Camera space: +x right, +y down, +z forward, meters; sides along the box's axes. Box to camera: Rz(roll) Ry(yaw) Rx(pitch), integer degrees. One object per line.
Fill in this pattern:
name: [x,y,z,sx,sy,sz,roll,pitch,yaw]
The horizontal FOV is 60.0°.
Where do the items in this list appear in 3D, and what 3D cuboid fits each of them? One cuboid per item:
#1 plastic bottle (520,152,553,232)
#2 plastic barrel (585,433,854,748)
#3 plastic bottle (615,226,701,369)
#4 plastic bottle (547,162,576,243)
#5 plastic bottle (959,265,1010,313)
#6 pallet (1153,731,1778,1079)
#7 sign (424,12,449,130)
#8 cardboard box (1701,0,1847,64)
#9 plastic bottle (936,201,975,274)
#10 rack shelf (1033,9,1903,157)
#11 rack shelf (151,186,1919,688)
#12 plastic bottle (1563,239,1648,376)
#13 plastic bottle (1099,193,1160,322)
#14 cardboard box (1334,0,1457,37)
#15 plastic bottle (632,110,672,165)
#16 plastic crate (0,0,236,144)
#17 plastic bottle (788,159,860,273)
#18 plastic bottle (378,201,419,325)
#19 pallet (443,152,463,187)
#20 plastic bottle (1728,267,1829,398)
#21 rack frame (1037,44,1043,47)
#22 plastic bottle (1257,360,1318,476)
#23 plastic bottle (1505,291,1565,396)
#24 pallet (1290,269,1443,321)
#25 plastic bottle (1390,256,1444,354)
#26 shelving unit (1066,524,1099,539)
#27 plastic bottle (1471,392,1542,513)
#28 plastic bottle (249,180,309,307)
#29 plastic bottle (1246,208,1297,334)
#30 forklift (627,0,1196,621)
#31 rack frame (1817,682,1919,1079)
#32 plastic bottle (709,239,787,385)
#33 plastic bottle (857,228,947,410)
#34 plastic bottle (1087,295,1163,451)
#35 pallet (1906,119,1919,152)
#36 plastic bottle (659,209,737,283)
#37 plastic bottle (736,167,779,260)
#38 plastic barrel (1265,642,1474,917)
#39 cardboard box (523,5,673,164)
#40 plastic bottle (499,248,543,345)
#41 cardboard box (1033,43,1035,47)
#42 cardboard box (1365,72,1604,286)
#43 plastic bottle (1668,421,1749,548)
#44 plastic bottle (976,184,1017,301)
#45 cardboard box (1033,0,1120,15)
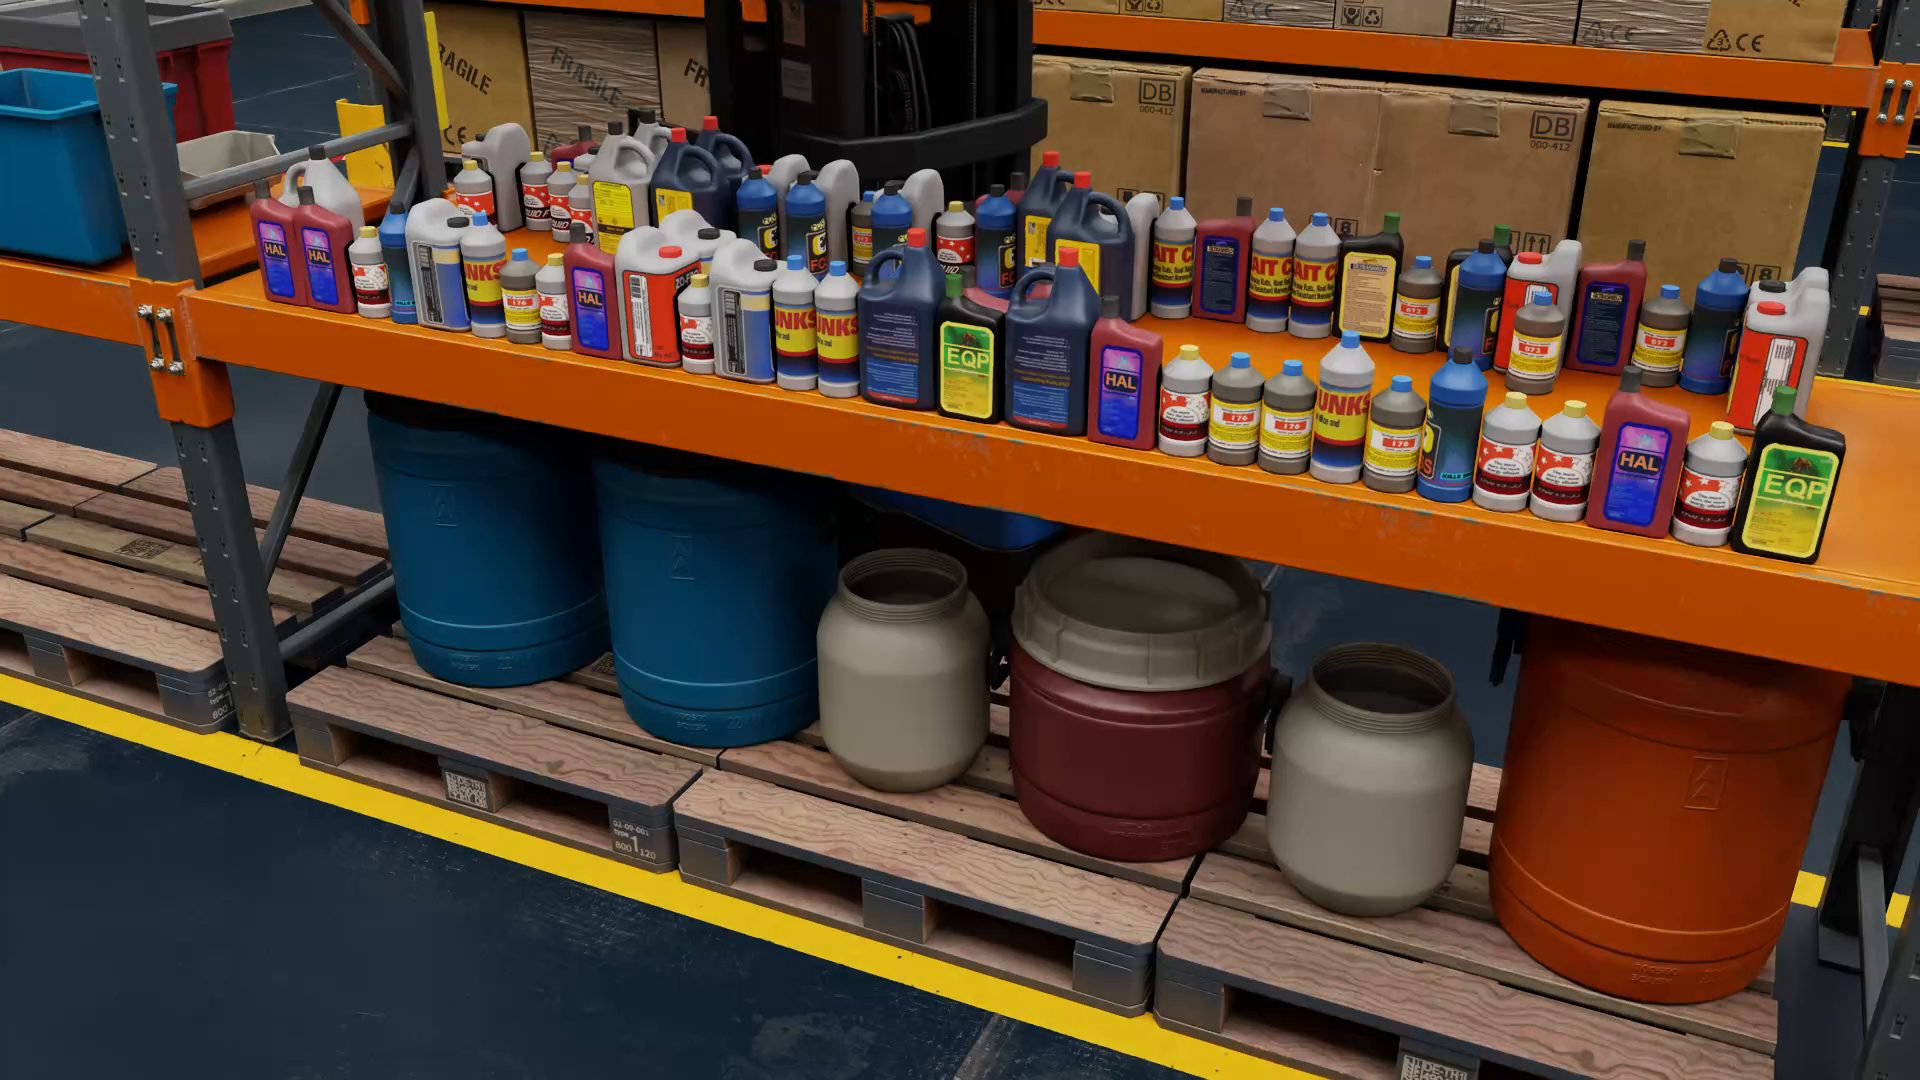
plastic bottle: [-1.135,-0.946,4.501,0.097,0.201,0.097,0,26,0]
plastic barrel: [-0.612,0.001,4.252,0.708,0.901,0.600,11,28,22]
plastic bottle: [-0.638,-0.525,3.561,0.135,0.276,0.152,11,28,22]
plastic bottle: [-1.039,-0.898,4.402,0.097,0.201,0.097,0,26,0]
plastic bottle: [0.047,-0.398,3.295,0.133,0.283,0.061,11,28,22]
pallet: [1.162,0.867,3.750,1.213,0.211,1.003,11,28,22]
sign: [-1.515,-1.333,4.748,0.005,0.325,0.100,11,28,22]
cardboard box: [3.395,-2.283,6.879,0.500,0.500,0.500,12,29,23]
plastic bottle: [-0.010,-0.720,4.042,0.097,0.201,0.097,0,26,0]
rack shelf: [2.126,-2.291,7.822,4.000,0.370,1.077,11,28,22]
rack shelf: [0.076,-0.299,3.777,4.000,0.370,1.077,11,28,22]
plastic bottle: [1.356,-0.492,3.485,0.133,0.283,0.061,11,28,22]
plastic bottle: [0.374,-0.664,3.842,0.135,0.276,0.152,11,28,22]
cardboard box: [2.007,-2.564,7.449,0.500,0.500,0.500,12,29,23]
plastic bottle: [-0.772,-0.929,4.297,0.185,0.351,0.144,11,28,22]
plastic crate: [-2.454,-1.308,4.870,0.583,0.464,0.402,11,28,22]
plastic bottle: [-0.338,-0.807,4.133,0.135,0.276,0.152,11,28,22]
plastic bottle: [-1.265,-0.636,3.791,0.097,0.271,0.097,0,26,0]
pallet: [-2.575,-2.345,10.274,1.213,0.211,1.003,11,28,22]
plastic bottle: [1.636,-0.410,3.327,0.135,0.276,0.152,11,28,22]
rack frame: [0.306,-2.979,8.406,0.127,3.000,1.000,11,28,22]
plastic bottle: [0.601,-0.229,3.045,0.097,0.201,0.097,0,26,0]
plastic bottle: [1.181,-0.407,3.407,0.097,0.201,0.097,0,26,0]
pallet: [2.154,-1.395,8.345,1.213,0.211,1.003,11,28,22]
plastic bottle: [1.000,-0.518,3.630,0.097,0.201,0.097,0,26,0]
shelving unit: [0.486,-0.205,4.979,0.215,1.050,0.252,-23,34,-39]
plastic bottle: [0.956,-0.158,2.900,0.097,0.201,0.097,0,26,0]
plastic bottle: [-1.587,-0.697,3.902,0.133,0.283,0.061,11,28,22]
plastic bottle: [0.701,-0.609,3.737,0.097,0.271,0.097,0,26,0]
forklift: [-0.544,-1.622,5.727,1.130,2.935,3.031,-23,34,-39]
rack frame: [1.897,-0.256,2.875,0.127,3.000,1.000,11,28,22]
plastic bottle: [-0.427,-0.483,3.475,0.135,0.276,0.152,11,28,22]
plastic bottle: [-0.106,-0.450,3.324,0.185,0.351,0.144,11,28,22]
plastic bottle: [0.311,-0.316,3.127,0.133,0.283,0.061,11,28,22]
pallet: [6.778,-2.798,11.195,1.213,0.211,1.003,11,28,22]
plastic bottle: [-0.575,-0.586,3.685,0.135,0.276,0.152,11,28,22]
plastic bottle: [-0.495,-0.775,4.075,0.097,0.271,0.097,0,26,0]
plastic barrel: [0.893,0.521,3.636,0.421,0.512,0.421,0,26,0]
cardboard box: [-1.892,-2.695,9.757,0.875,0.875,0.875,11,28,22]
plastic bottle: [-0.965,-0.544,3.684,0.097,0.201,0.097,0,26,0]
cardboard box: [0.568,-4.094,13.422,0.250,0.149,0.380,11,28,22]
cardboard box: [2.519,-1.784,7.907,0.875,0.875,1.225,11,28,22]
plastic bottle: [1.254,-0.098,2.779,0.097,0.201,0.097,0,26,0]
plastic bottle: [0.086,-0.703,3.928,0.097,0.271,0.097,0,26,0]
cardboard box: [0.621,-2.840,8.008,0.500,0.500,0.500,11,28,22]
